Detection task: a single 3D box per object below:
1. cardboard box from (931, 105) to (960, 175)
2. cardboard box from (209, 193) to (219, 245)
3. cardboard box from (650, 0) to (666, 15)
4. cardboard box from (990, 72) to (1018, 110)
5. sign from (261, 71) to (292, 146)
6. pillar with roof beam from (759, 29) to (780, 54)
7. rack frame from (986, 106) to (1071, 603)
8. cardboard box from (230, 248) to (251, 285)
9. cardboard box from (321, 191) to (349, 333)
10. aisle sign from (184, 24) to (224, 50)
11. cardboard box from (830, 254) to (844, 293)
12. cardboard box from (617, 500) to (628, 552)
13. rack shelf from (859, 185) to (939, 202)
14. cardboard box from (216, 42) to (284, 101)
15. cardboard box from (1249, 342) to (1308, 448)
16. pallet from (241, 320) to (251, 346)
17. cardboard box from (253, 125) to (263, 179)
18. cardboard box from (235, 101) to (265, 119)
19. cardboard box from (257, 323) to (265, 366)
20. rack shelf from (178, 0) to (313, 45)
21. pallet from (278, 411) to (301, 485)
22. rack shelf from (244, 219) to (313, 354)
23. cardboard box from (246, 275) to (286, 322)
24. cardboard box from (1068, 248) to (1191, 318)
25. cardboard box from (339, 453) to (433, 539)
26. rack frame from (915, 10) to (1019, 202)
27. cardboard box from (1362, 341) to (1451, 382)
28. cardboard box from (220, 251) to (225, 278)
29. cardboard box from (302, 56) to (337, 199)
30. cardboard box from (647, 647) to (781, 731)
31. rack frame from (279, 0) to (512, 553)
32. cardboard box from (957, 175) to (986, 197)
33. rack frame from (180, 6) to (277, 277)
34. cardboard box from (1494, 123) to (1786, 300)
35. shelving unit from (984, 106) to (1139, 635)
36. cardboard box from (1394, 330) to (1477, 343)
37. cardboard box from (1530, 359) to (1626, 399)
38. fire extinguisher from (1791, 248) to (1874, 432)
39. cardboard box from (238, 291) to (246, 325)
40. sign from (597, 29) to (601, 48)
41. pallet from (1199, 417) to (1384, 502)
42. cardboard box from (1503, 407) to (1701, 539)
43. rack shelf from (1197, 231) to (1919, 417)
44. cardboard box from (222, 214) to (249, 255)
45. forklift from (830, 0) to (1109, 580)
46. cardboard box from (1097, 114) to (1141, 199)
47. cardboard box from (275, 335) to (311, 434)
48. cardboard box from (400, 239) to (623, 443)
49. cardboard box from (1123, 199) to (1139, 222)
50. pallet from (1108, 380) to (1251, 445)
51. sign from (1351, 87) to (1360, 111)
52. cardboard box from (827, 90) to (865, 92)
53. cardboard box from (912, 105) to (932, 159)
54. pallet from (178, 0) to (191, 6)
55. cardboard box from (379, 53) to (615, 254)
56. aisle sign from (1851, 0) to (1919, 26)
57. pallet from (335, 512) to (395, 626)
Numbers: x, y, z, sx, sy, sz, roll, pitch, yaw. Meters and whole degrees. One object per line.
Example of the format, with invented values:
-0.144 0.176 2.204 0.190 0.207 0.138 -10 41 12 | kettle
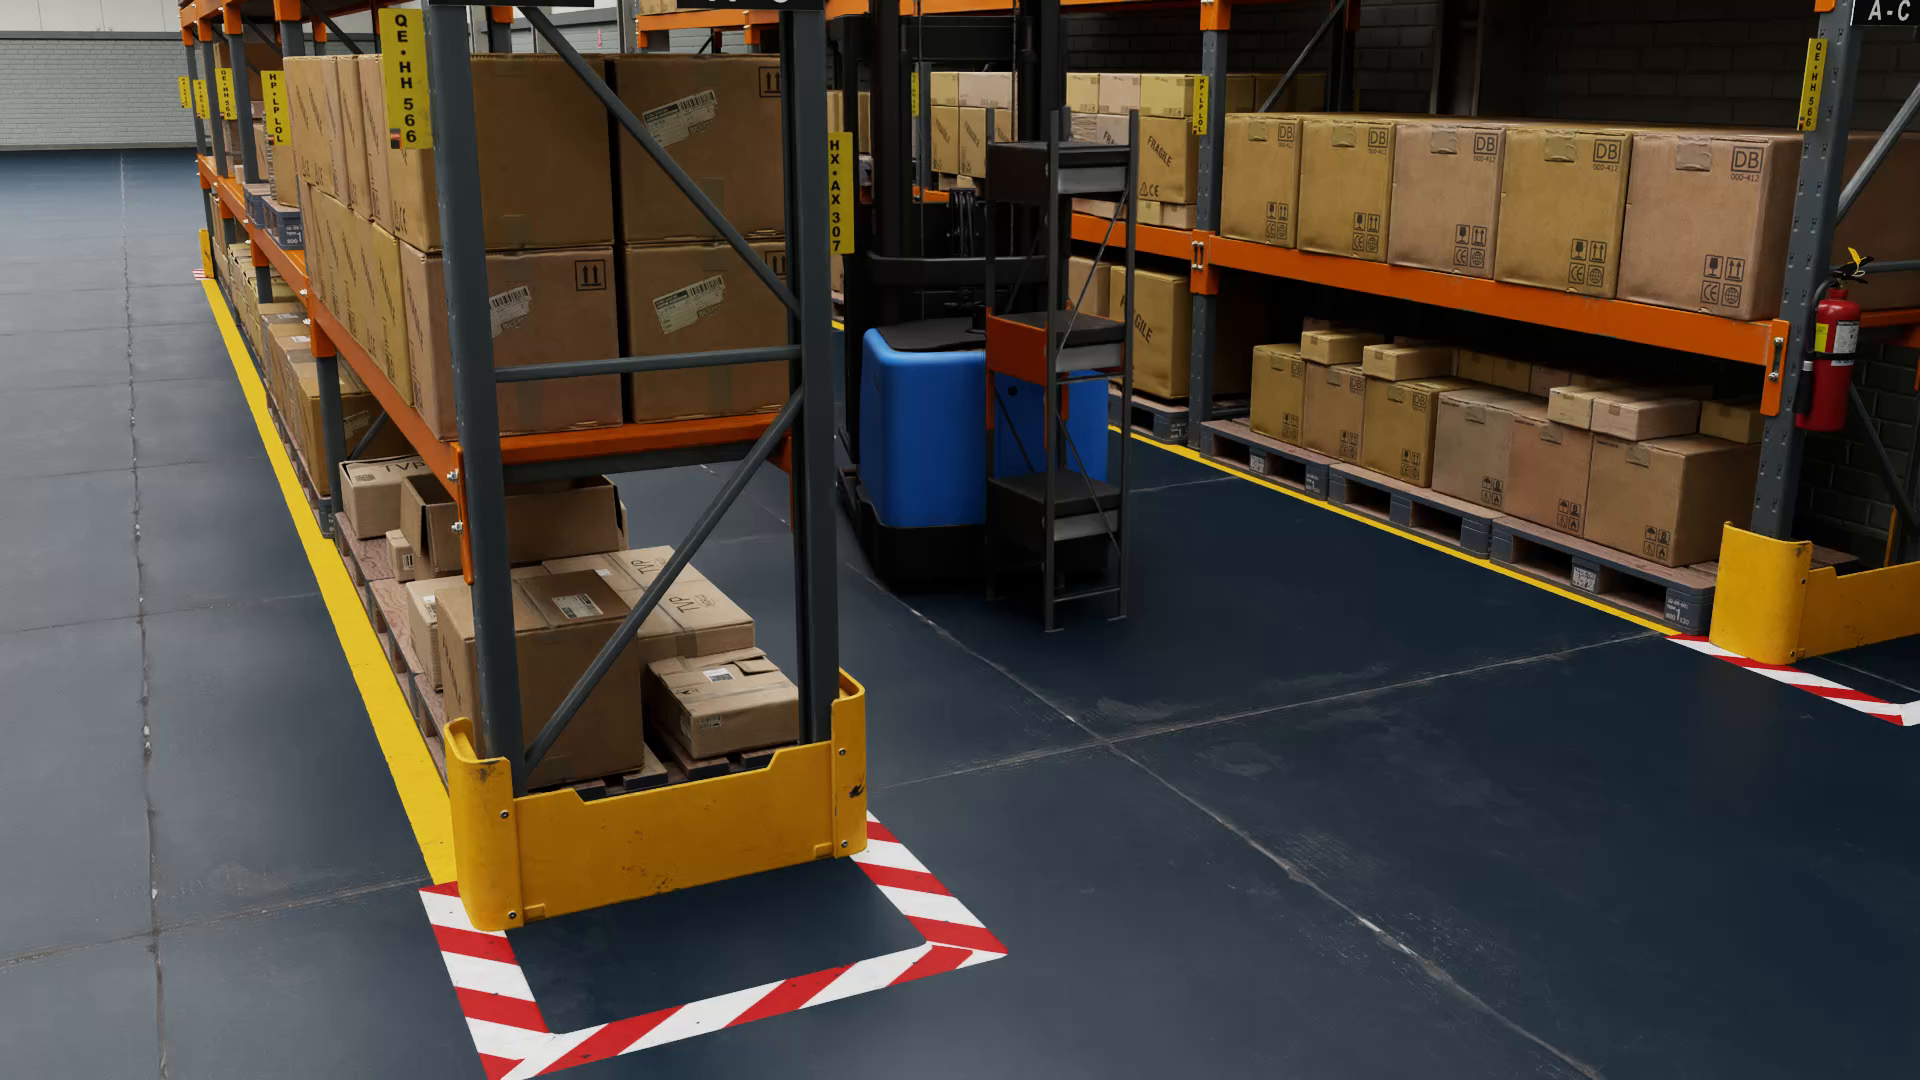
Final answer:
0.104 -3.095 12.840 0.500 0.500 0.500 -7 17 -23 | cardboard box
-7.579 -3.387 17.478 0.500 0.500 0.500 -8 18 -25 | cardboard box
-3.259 -6.278 19.034 0.500 0.500 0.500 -6 17 -21 | cardboard box
0.547 -3.206 11.869 0.500 0.250 0.500 -8 18 -25 | cardboard box
-3.075 -1.943 7.483 0.100 0.325 0.005 -8 18 -25 | sign
-6.169 -7.324 17.457 9.100 9.000 0.400 -8 18 -25 | pillar with roof beam
0.287 -0.762 7.097 0.400 2.100 0.015 -9 18 -28 | rack frame
-5.911 -2.330 14.140 0.500 0.311 0.500 -8 18 -26 | cardboard box
-2.155 -1.092 6.437 0.500 0.500 0.500 -8 18 -25 | cardboard box
-8.139 -5.658 17.818 0.394 0.787 0.004 -8 18 -25 | aisle sign
-0.835 -2.613 15.654 0.700 0.500 0.500 -7 18 -24 | cardboard box
-1.745 -0.080 7.169 0.500 0.311 0.500 -8 18 -25 | cardboard box
-0.755 -3.196 15.253 1.077 0.370 4.000 -8 18 -25 | rack shelf
-6.283 -4.219 14.980 0.700 0.500 0.500 -8 18 -25 | cardboard box
2.109 -0.856 9.567 0.700 0.500 0.500 -7 18 -24 | cardboard box
-5.725 -1.920 14.557 1.003 0.211 1.213 -8 18 -25 | pallet
-5.311 -3.039 13.220 0.500 0.500 0.500 -8 18 -25 | cardboard box
-6.395 -3.839 14.834 0.380 0.149 0.250 -8 18 -25 | cardboard box
-4.780 -1.427 12.009 0.500 0.250 0.500 -7 18 -24 | cardboard box
-6.959 -5.030 16.206 1.077 0.370 4.000 -8 18 -25 | rack shelf
-3.507 -0.614 10.007 1.003 0.211 1.213 -8 18 -25 | pallet
-3.454 -1.604 9.707 1.077 0.370 4.000 -8 18 -25 | rack shelf
-5.015 -1.824 12.375 0.500 0.311 0.500 -8 18 -26 | cardboard box
1.080 -1.588 11.481 0.750 0.750 0.750 -7 17 -23 | cardboard box
-2.589 -0.243 7.736 0.500 0.311 0.500 -8 18 -25 | cardboard box
0.121 -3.046 13.425 1.000 3.000 0.127 -8 18 -25 | rack frame
2.324 -0.932 8.654 0.380 0.149 0.250 -8 18 -26 | cardboard box
-7.145 -2.778 16.716 0.500 0.250 0.500 -8 18 -25 | cardboard box
-2.173 -1.577 6.313 0.500 0.500 0.500 -8 18 -27 | cardboard box
-0.810 0.481 5.476 0.380 0.166 0.250 -8 18 -25 | cardboard box
-2.578 -1.454 7.880 1.000 3.000 0.127 -8 18 -25 | rack frame
0.200 -2.685 12.589 0.380 0.149 0.250 -7 17 -23 | cardboard box
-7.835 -4.430 18.249 1.000 3.000 0.127 -8 18 -25 | rack frame
3.064 -1.510 7.532 0.980 0.700 0.700 -8 18 -25 | cardboard box
0.405 -0.704 6.891 0.431 2.100 0.503 -9 18 -28 | shelving unit
2.572 -1.032 9.004 0.380 0.149 0.250 -8 18 -27 | cardboard box
3.020 -0.779 8.123 0.380 0.149 0.250 -7 18 -24 | cardboard box
3.277 -0.752 6.250 0.296 0.674 0.183 -8 18 -25 | fire extinguisher
-5.677 -1.933 13.772 0.500 0.250 0.500 -8 18 -27 | cardboard box
-5.890 -8.194 27.162 0.001 0.298 0.199 -8 18 -25 | sign
2.136 -0.515 9.664 1.003 0.211 1.213 -8 18 -25 | pallet
3.010 -0.348 7.795 0.700 0.500 0.500 -8 18 -25 | cardboard box
2.749 -1.212 8.340 1.077 0.370 4.000 -8 18 -25 | rack shelf
-6.691 -2.892 15.756 0.500 0.500 0.500 -8 18 -25 | cardboard box
-0.064 -1.594 8.492 1.130 2.935 3.031 -3 16 -9 | forklift
1.212 -2.464 10.641 0.500 0.500 0.500 -7 18 -24 | cardboard box
-3.705 -0.926 9.772 0.500 0.500 0.500 -8 18 -27 | cardboard box
-1.267 -0.589 4.682 0.500 0.500 0.500 -7 17 -23 | cardboard box
1.266 -2.122 10.625 0.380 0.149 0.250 -7 17 -23 | cardboard box
1.467 -0.896 10.989 1.003 0.211 1.213 -8 18 -25 | pallet
2.372 -2.575 10.074 0.100 0.325 0.005 -8 18 -25 | sign
-1.201 -4.027 15.867 0.700 0.500 0.500 -6 17 -19 | cardboard box
-0.094 -3.420 13.753 0.700 0.500 0.500 -10 19 -31 | cardboard box
-7.549 -5.651 17.225 1.003 0.211 1.213 -8 18 -25 | pallet
-1.268 -1.068 4.541 0.500 0.500 0.500 -8 18 -25 | cardboard box
3.387 -2.257 5.966 0.394 0.787 0.004 -8 18 -25 | aisle sign
-2.278 0.057 7.671 1.003 0.211 1.213 -8 18 -25 | pallet
